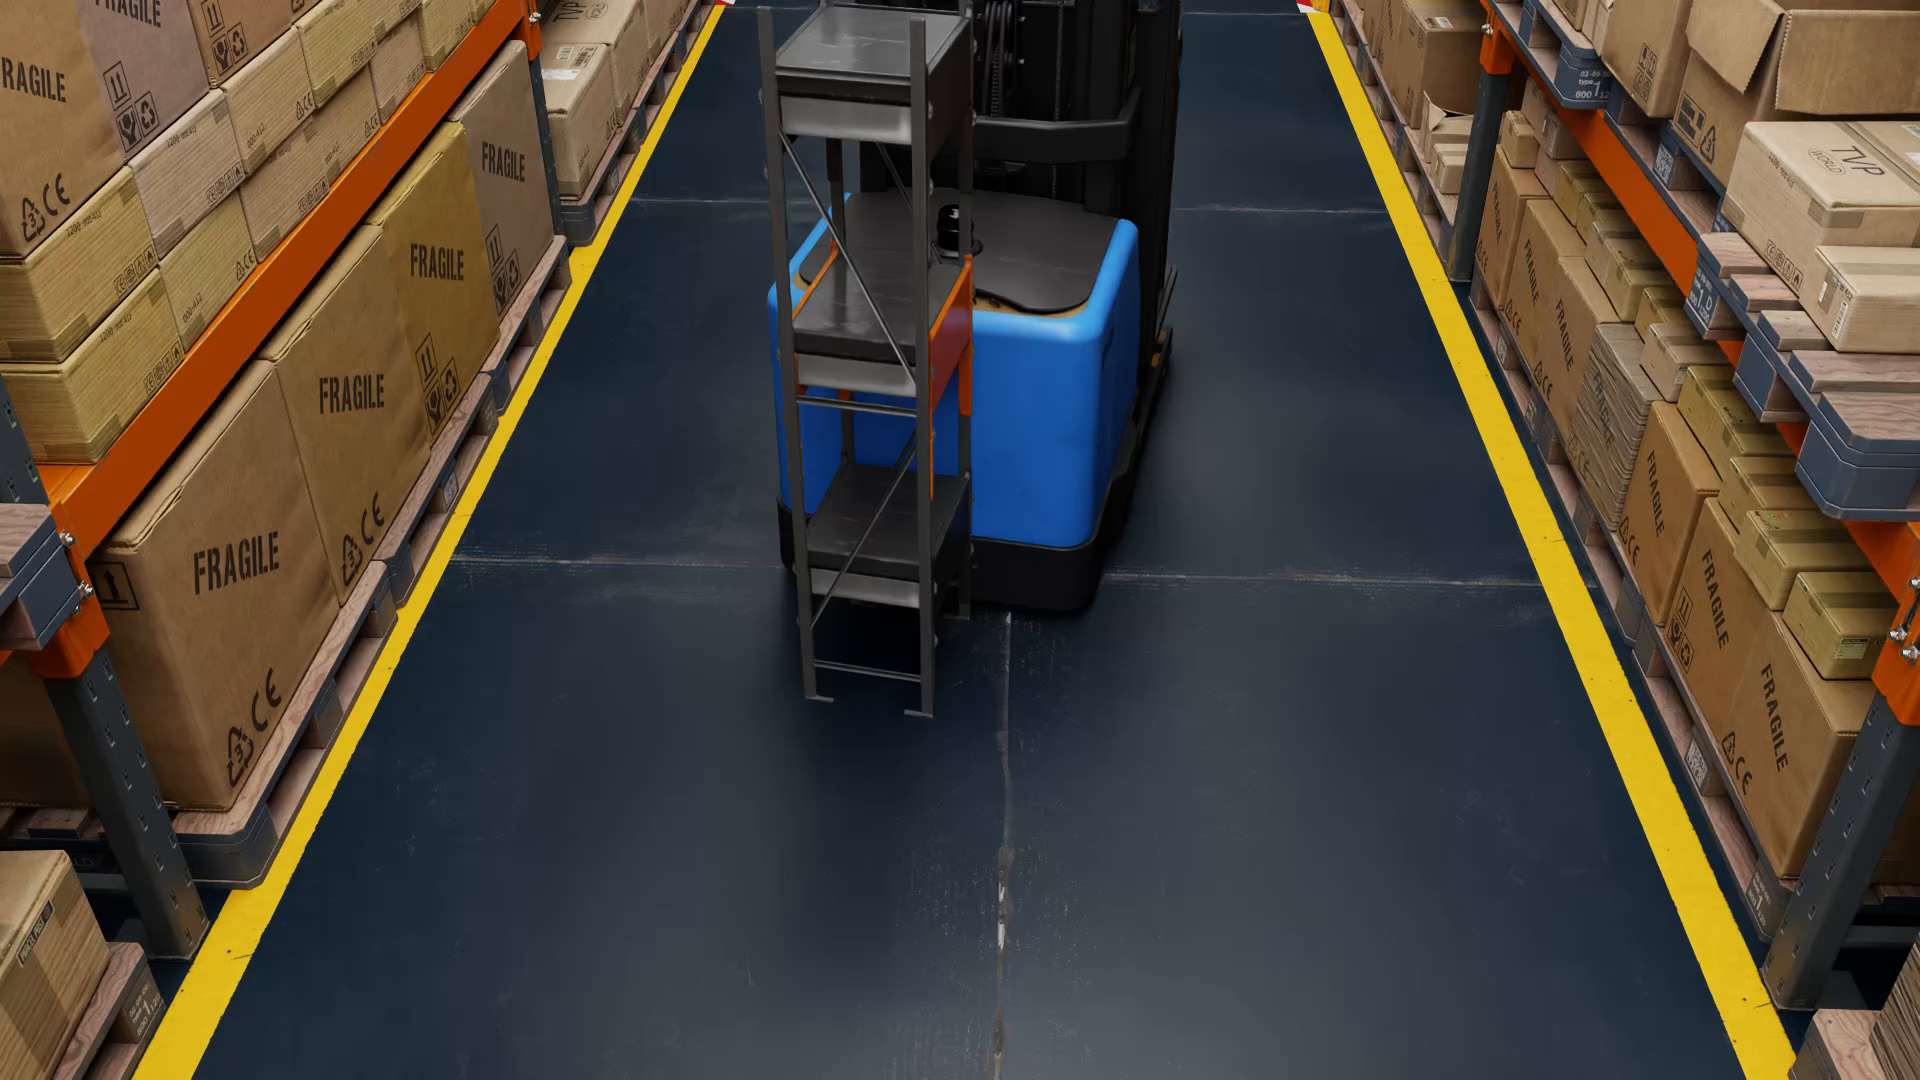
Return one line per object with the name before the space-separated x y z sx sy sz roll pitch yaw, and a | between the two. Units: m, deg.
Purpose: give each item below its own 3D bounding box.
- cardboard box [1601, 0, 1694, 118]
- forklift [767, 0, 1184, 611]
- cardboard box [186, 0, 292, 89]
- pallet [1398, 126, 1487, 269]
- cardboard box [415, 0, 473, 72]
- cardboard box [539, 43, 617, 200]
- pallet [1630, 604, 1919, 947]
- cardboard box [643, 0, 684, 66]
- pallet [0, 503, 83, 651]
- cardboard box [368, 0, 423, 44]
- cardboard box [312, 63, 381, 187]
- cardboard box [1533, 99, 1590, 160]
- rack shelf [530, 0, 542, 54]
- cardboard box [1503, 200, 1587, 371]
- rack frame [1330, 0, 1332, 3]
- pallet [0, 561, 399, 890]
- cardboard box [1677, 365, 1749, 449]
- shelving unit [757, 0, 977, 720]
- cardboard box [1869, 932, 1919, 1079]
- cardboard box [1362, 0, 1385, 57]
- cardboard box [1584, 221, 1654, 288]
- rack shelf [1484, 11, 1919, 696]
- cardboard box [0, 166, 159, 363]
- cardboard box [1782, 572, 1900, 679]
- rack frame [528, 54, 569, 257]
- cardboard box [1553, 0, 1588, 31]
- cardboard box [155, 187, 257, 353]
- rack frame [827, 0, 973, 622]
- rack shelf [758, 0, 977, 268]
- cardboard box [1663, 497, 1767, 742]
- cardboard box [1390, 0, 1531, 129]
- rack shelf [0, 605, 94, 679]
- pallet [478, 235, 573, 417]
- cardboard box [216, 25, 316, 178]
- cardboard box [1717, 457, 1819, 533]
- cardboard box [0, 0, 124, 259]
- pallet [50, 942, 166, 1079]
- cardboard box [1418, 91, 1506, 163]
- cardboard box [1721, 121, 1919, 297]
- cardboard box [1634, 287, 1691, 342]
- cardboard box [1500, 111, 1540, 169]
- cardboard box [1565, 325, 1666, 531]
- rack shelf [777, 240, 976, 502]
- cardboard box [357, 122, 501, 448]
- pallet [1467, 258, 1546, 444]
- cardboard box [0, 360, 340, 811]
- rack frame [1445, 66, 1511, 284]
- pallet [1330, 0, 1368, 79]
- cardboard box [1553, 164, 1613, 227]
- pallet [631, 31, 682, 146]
cardboard box | 2.377 -1.578 4.934 0.700 0.500 0.500 1 35 2
forklift | 0.241 -1.817 5.786 1.130 2.935 3.031 8 36 11
cardboard box | -2.137 -1.510 4.334 0.500 0.500 0.500 2 35 3
pallet | 2.701 -1.640 7.900 1.003 0.211 1.213 1 35 2
cardboard box | -2.075 -1.881 5.948 0.500 0.250 0.500 1 35 1
cardboard box | -2.155 -1.980 7.822 0.875 0.438 0.875 1 35 1
pallet | 2.580 0.625 4.677 1.003 0.211 1.213 1 35 2
cardboard box | -2.082 -3.013 9.291 0.875 0.438 0.875 2 35 3
pallet | -2.370 0.290 2.896 1.213 0.211 1.003 1 35 2
cardboard box | -2.089 -1.798 5.395 0.500 0.250 0.500 2 35 3
cardboard box | -2.131 -1.295 5.114 0.500 0.250 0.500 1 35 2
cardboard box | 2.430 -1.572 6.364 0.380 0.149 0.250 0 35 0
rack shelf | -2.207 -3.353 8.538 1.077 0.370 4.000 1 35 2
cardboard box | 2.417 -0.956 6.311 0.500 0.500 0.500 1 35 1
rack frame | 2.833 -4.684 9.806 1.000 3.000 0.127 1 35 2
pallet | -2.341 0.489 4.870 1.003 0.211 1.213 1 35 2
cardboard box | 2.379 -0.394 4.946 0.380 0.149 0.250 1 35 1
shelving unit | -0.219 -0.488 4.618 0.431 2.100 0.503 8 36 11
cardboard box | 2.473 1.070 3.319 0.875 0.625 0.625 2 35 3
cardboard box | 2.641 -2.994 9.210 0.700 0.500 0.500 3 35 4
cardboard box | 2.415 -0.992 5.797 0.380 0.149 0.250 1 35 2
rack shelf | 2.592 -0.943 5.108 1.077 0.370 4.000 1 35 2
cardboard box | -2.181 -0.629 3.732 0.500 0.250 0.500 1 35 2
cardboard box | 2.279 0.208 4.090 0.380 0.149 0.250 0 35 0
rack frame | -2.287 -2.499 6.697 1.000 3.000 0.127 1 35 2
cardboard box | 2.409 -2.029 5.576 0.700 0.500 0.500 2 35 2
cardboard box | -2.174 -0.710 4.282 0.500 0.250 0.500 0 35 1
rack frame | -0.163 -0.624 4.812 0.400 2.100 0.015 8 36 11
rack shelf | -0.219 -1.049 4.223 0.431 0.518 0.480 8 36 11
cardboard box | 2.345 0.228 4.626 0.500 0.500 0.500 1 35 1
cardboard box | 2.599 -2.398 8.361 0.700 0.500 0.500 0 35 0
rack shelf | -2.528 1.243 1.998 1.077 0.370 4.000 1 35 2
pallet | -2.243 -0.913 6.865 1.003 0.211 1.213 1 35 2
cardboard box | -2.127 -1.212 4.562 0.500 0.250 0.500 1 35 2
cardboard box | 2.313 -0.100 4.528 0.380 0.149 0.250 0 35 0
cardboard box | -2.184 -0.928 3.505 0.500 0.500 0.500 0 35 0
pallet | -2.481 1.389 3.590 1.003 0.211 1.213 1 35 2
cardboard box | 2.416 -1.971 7.959 0.396 0.266 0.258 3 35 4
cardboard box | 2.231 -0.812 4.062 0.500 0.250 0.500 0 35 0
cardboard box | 2.421 -0.693 5.372 0.380 0.149 0.250 1 35 2
cardboard box | 2.392 -1.601 6.663 0.380 0.149 0.250 3 35 4
cardboard box | 2.365 -0.372 5.479 0.500 0.500 0.500 0 35 0
rack shelf | -0.219 -0.476 4.625 0.431 0.518 0.480 8 36 11
cardboard box | -2.261 -0.924 5.939 0.875 0.875 0.875 2 35 3
pallet | 2.678 -0.777 6.672 1.003 0.211 1.213 1 35 2
cardboard box | -2.337 0.102 4.479 0.875 0.875 0.875 1 35 1
rack frame | 2.673 -2.386 6.536 1.000 3.000 0.127 1 35 2
pallet | 2.799 -3.042 9.894 1.003 0.211 1.213 1 35 2
cardboard box | 2.460 -1.292 6.224 0.380 0.149 0.250 0 35 -1
pallet | -2.132 -2.496 9.117 1.003 0.211 1.213 1 35 2
